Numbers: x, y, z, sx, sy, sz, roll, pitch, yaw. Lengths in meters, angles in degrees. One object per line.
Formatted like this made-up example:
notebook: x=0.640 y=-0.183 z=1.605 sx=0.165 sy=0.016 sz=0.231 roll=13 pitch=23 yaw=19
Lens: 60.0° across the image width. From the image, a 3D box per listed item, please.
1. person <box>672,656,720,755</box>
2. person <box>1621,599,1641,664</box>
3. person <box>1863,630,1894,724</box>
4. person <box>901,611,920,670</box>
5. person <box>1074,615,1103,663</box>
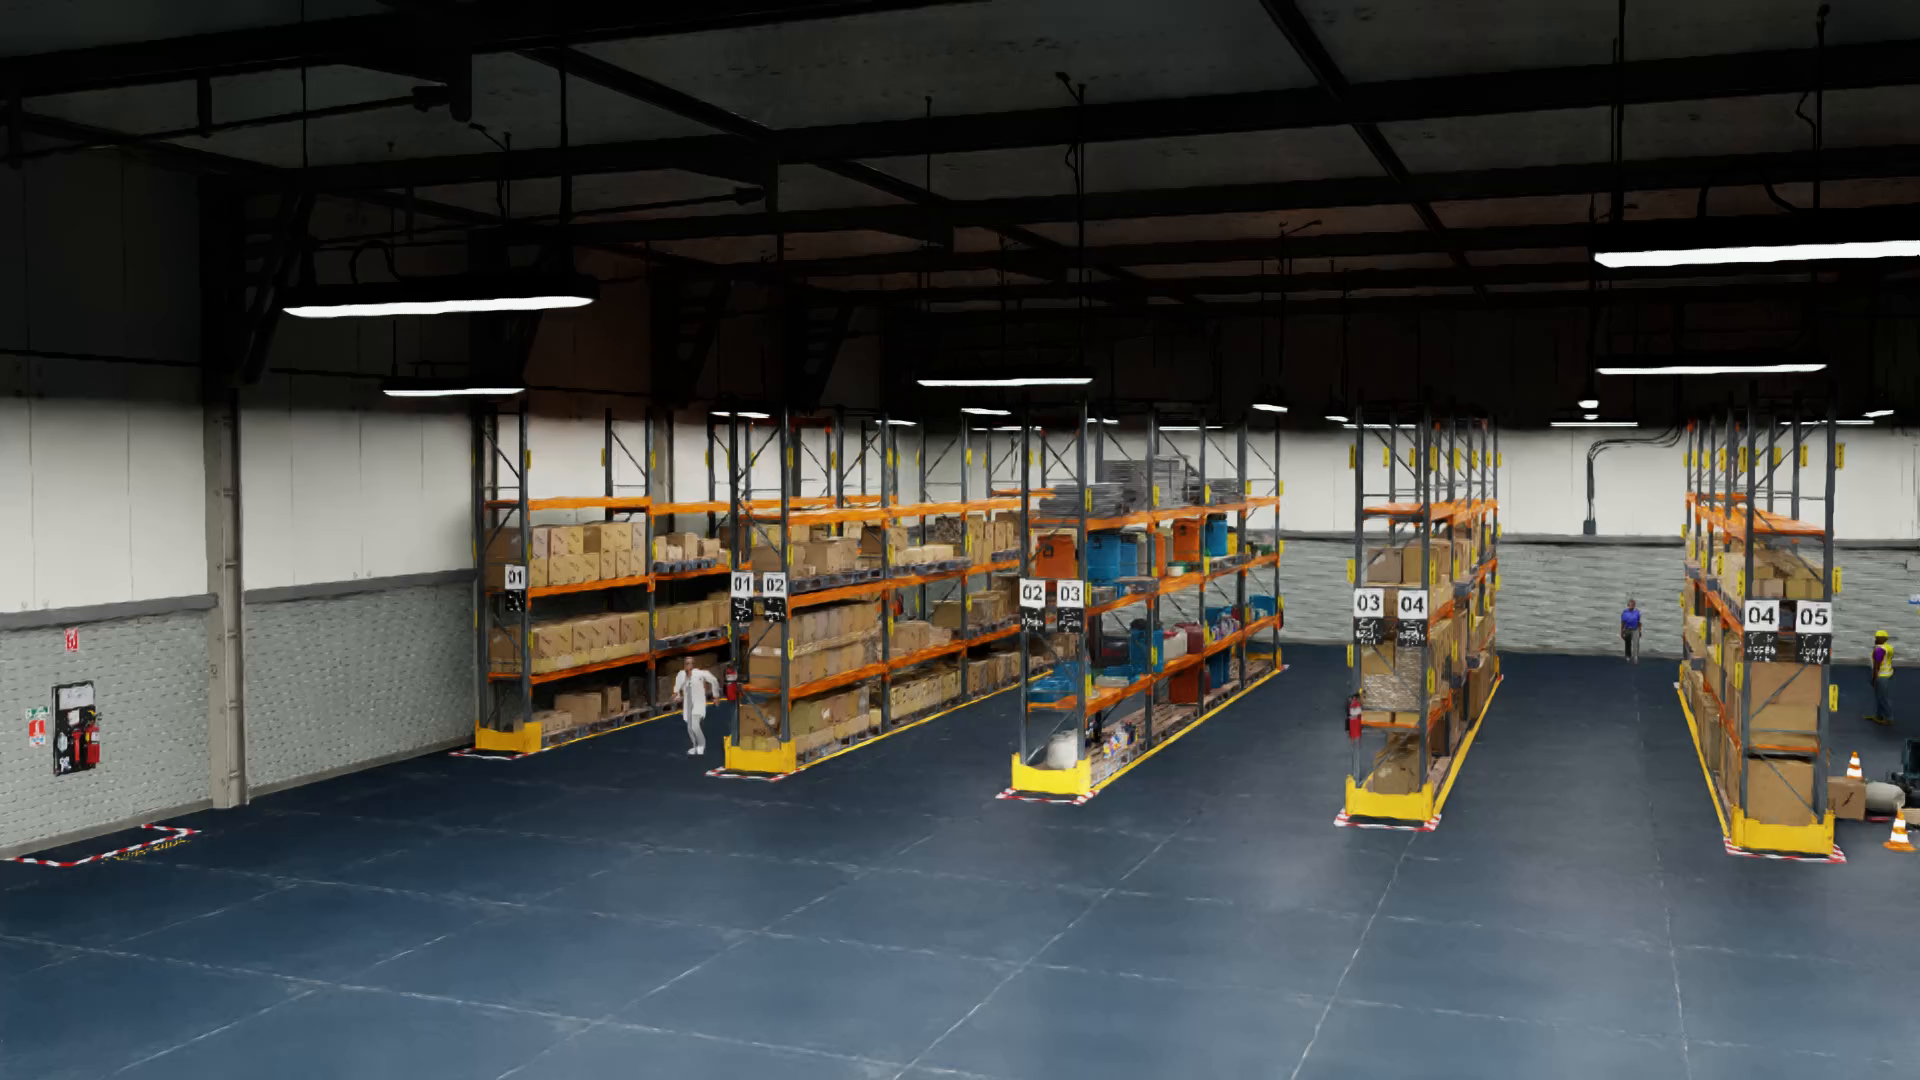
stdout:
person: x=-4.478 y=2.793 z=27.969 sx=0.712 sy=1.705 sz=0.884 roll=1 pitch=3 yaw=27
person: x=16.404 y=2.220 z=40.667 sx=0.447 sy=1.574 sz=1.088 roll=1 pitch=3 yaw=23
person: x=17.431 y=2.573 z=31.525 sx=0.585 sy=1.763 sz=0.682 roll=3 pitch=4 yaw=43
person: x=-1.064 y=2.370 z=37.430 sx=0.445 sy=1.587 sz=1.091 roll=1 pitch=3 yaw=19
person: x=2.972 y=2.260 z=38.667 sx=0.729 sy=1.733 sz=0.544 roll=1 pitch=3 yaw=20
